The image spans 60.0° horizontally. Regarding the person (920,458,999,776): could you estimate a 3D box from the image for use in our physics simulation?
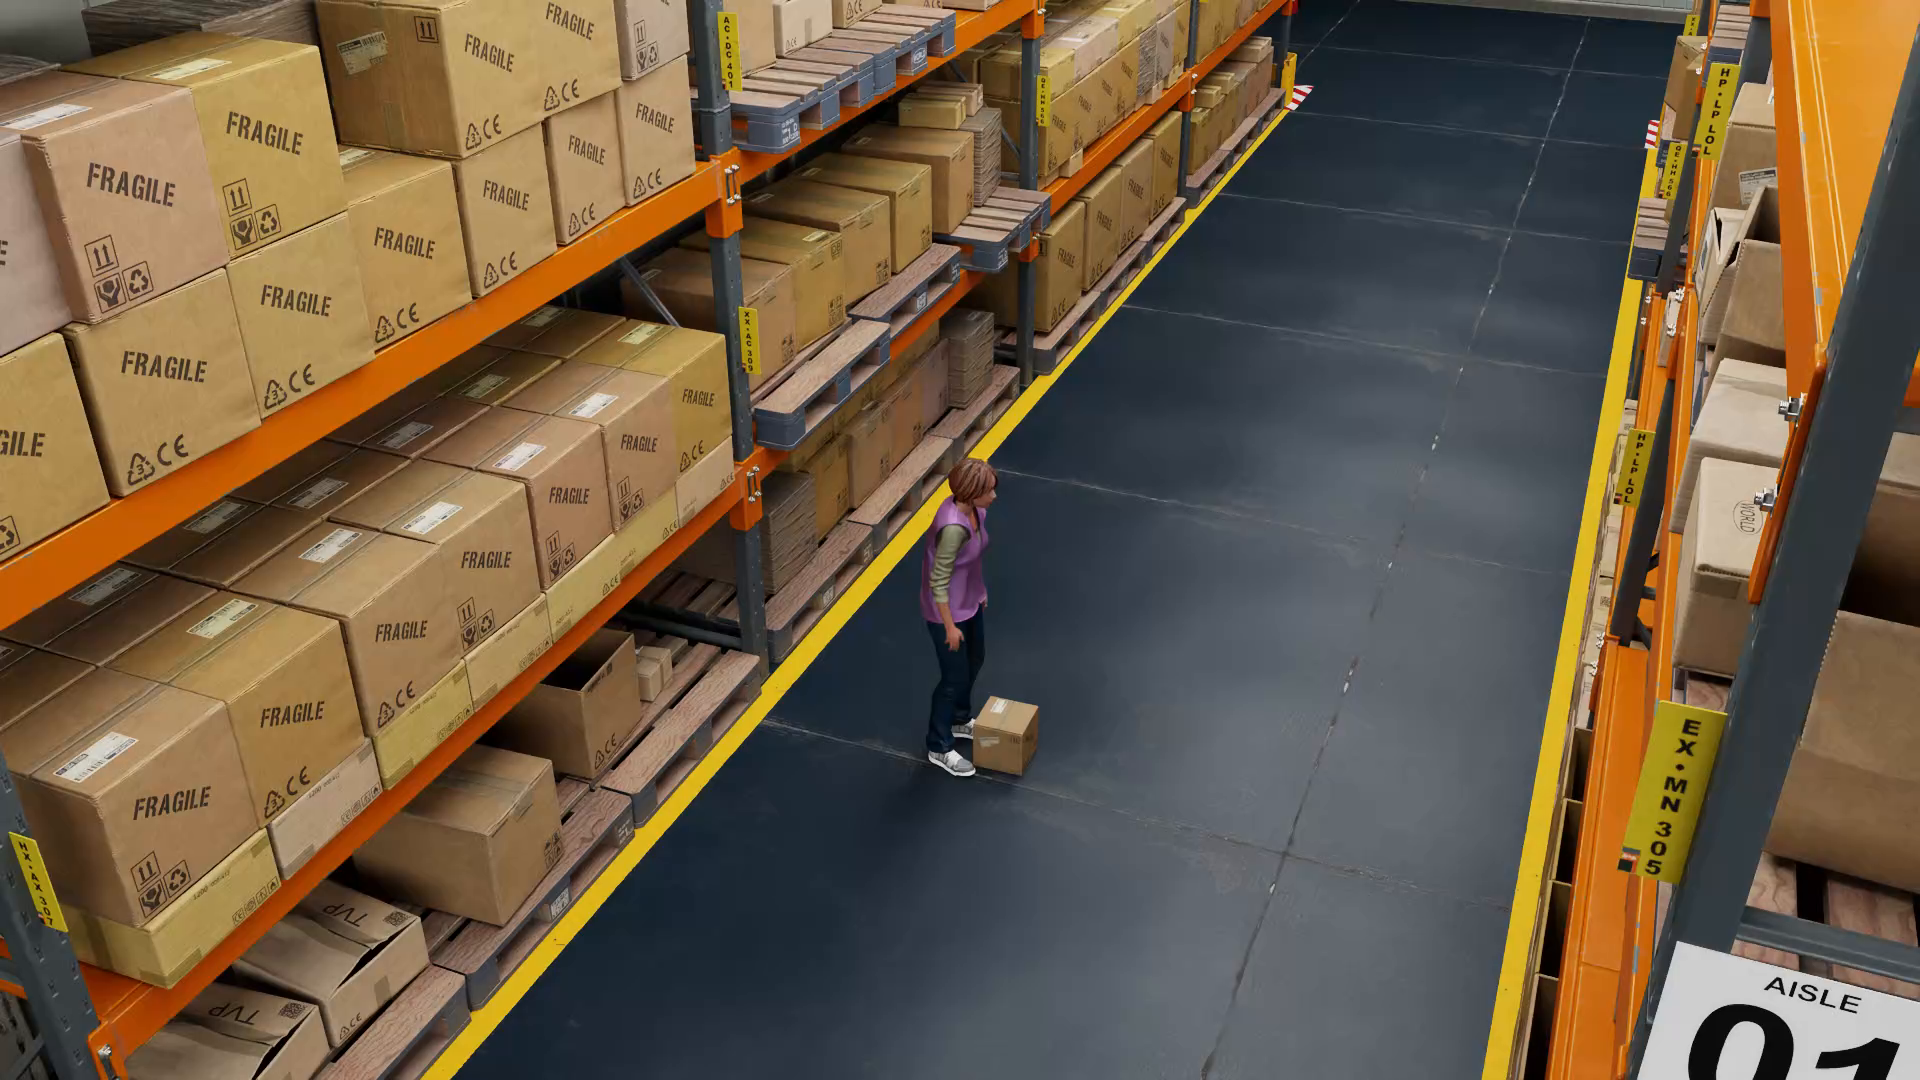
[{"bbox_3d":[-0.003,0.329,7.828,0.346,1.593,0.477,11,32,18],"label":"person"}]
